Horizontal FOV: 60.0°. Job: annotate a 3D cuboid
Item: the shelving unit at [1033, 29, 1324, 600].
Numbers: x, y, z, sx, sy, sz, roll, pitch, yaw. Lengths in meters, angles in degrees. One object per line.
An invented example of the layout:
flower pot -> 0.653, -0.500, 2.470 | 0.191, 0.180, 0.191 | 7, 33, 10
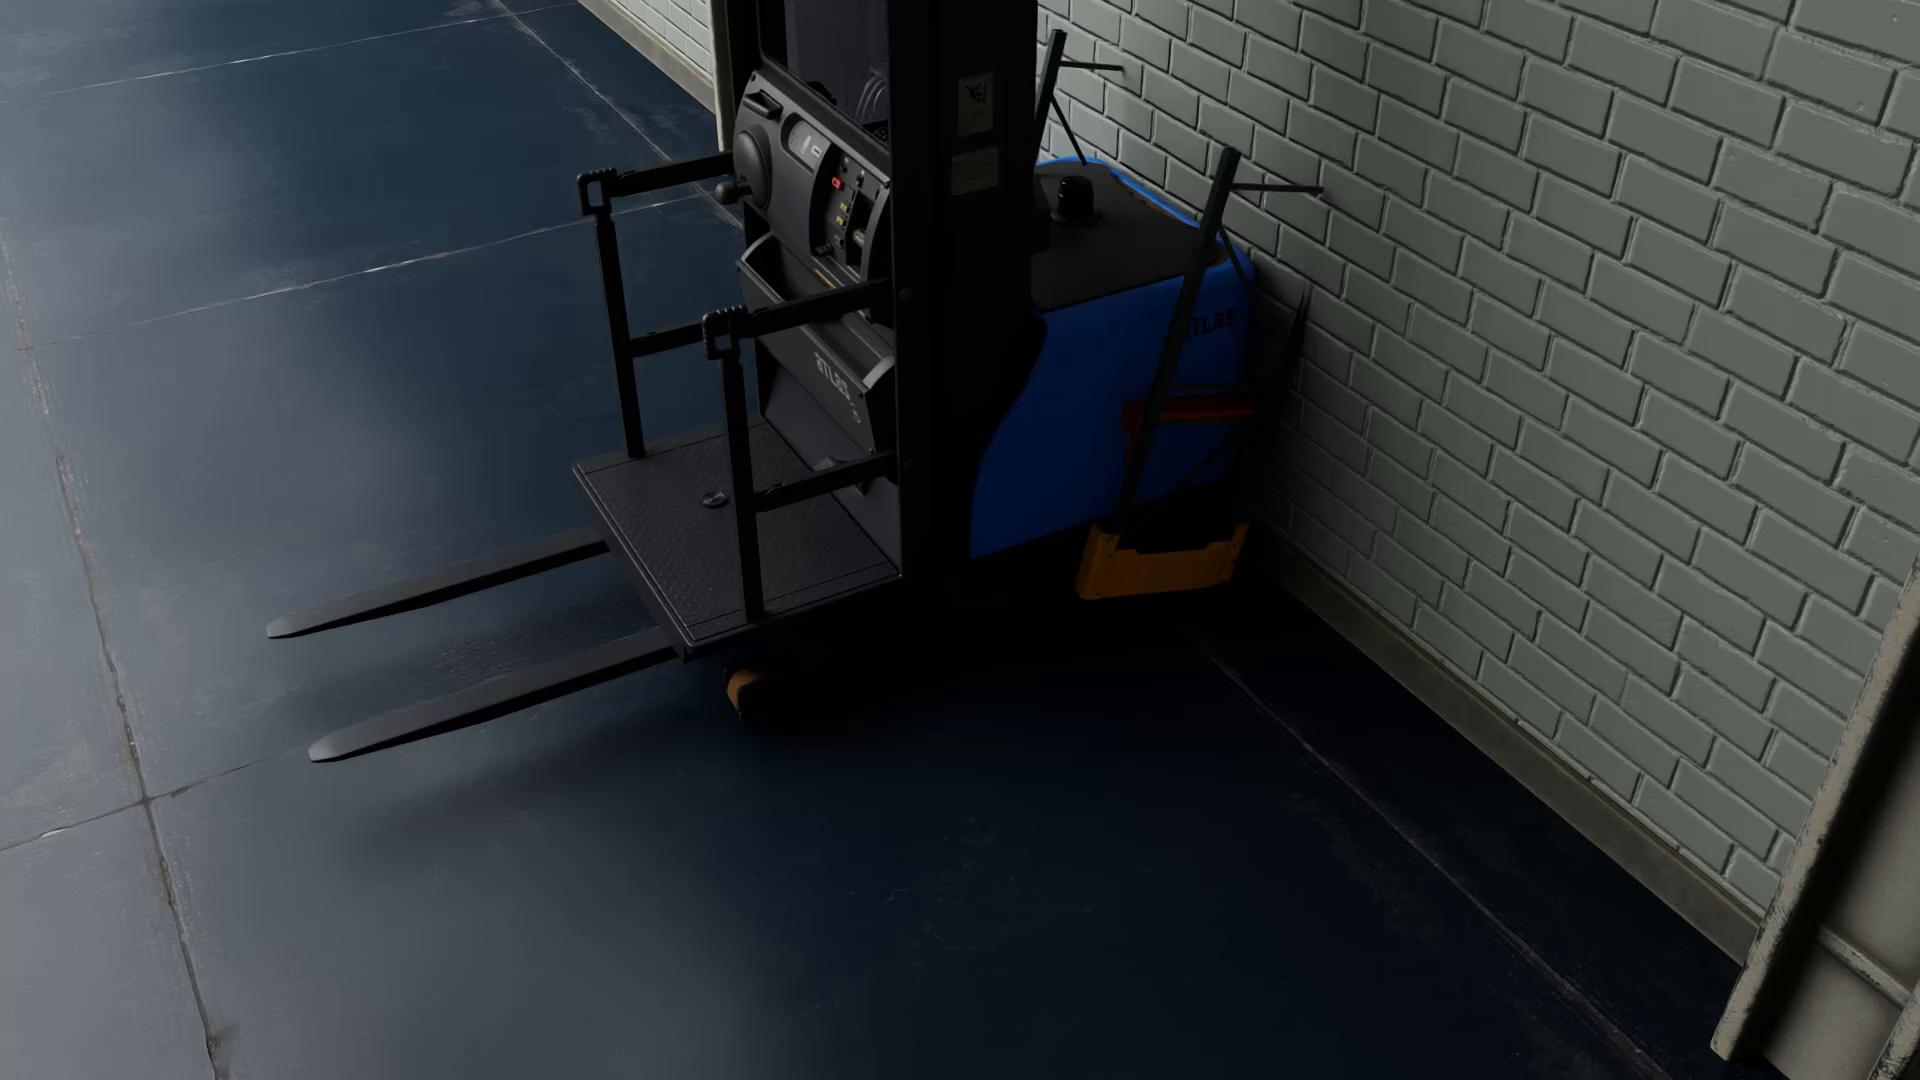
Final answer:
shelving unit -> 0.577, -0.748, 5.454 | 0.587, 1.500, 1.083 | -4, 35, -28

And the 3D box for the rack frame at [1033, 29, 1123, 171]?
rack frame -> 0.364, -1.020, 5.815 | 0.500, 1.500, 0.032 | -4, 35, -28

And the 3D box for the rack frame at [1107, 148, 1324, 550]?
rack frame -> 0.798, -0.466, 5.081 | 0.500, 1.500, 0.032 | -4, 35, -28

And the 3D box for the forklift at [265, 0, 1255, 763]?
forklift -> -0.610, -1.003, 4.638 | 3.031, 2.935, 1.130 | -18, 40, -23

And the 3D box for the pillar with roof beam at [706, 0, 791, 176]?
pillar with roof beam -> -4.677, -4.129, 3.774 | 9.100, 9.000, 0.400 | -19, 40, -24

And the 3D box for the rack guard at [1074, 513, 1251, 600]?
rack guard -> 0.660, 0.046, 5.413 | 0.587, 0.250, 0.087 | -4, 35, -28

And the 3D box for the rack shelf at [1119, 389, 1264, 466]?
rack shelf -> 0.544, -0.592, 5.539 | 0.538, 0.185, 1.000 | -4, 35, -28
